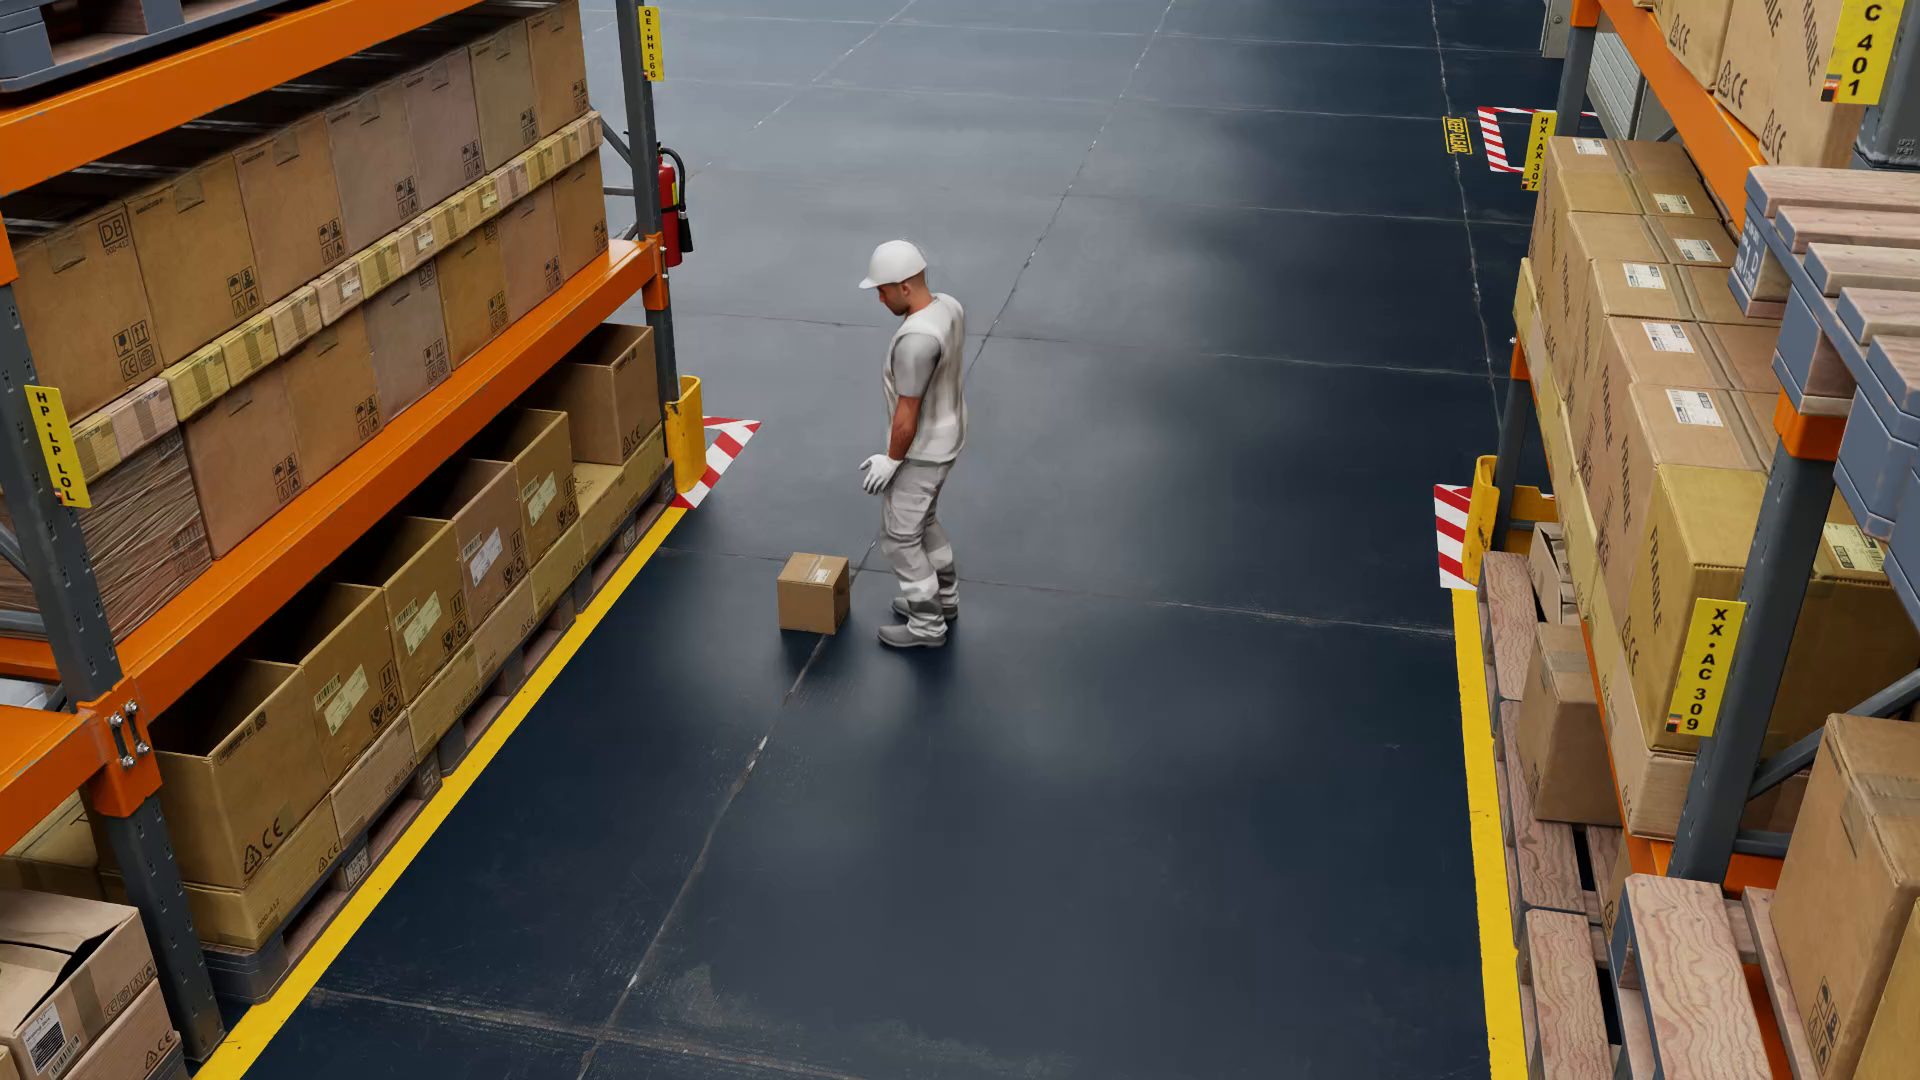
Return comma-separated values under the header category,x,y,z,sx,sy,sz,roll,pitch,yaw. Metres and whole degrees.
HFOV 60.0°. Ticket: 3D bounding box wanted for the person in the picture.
category,x,y,z,sx,sy,sz,roll,pitch,yaw
person,-0.188,-0.373,6.819,0.414,1.757,0.536,7,29,12
